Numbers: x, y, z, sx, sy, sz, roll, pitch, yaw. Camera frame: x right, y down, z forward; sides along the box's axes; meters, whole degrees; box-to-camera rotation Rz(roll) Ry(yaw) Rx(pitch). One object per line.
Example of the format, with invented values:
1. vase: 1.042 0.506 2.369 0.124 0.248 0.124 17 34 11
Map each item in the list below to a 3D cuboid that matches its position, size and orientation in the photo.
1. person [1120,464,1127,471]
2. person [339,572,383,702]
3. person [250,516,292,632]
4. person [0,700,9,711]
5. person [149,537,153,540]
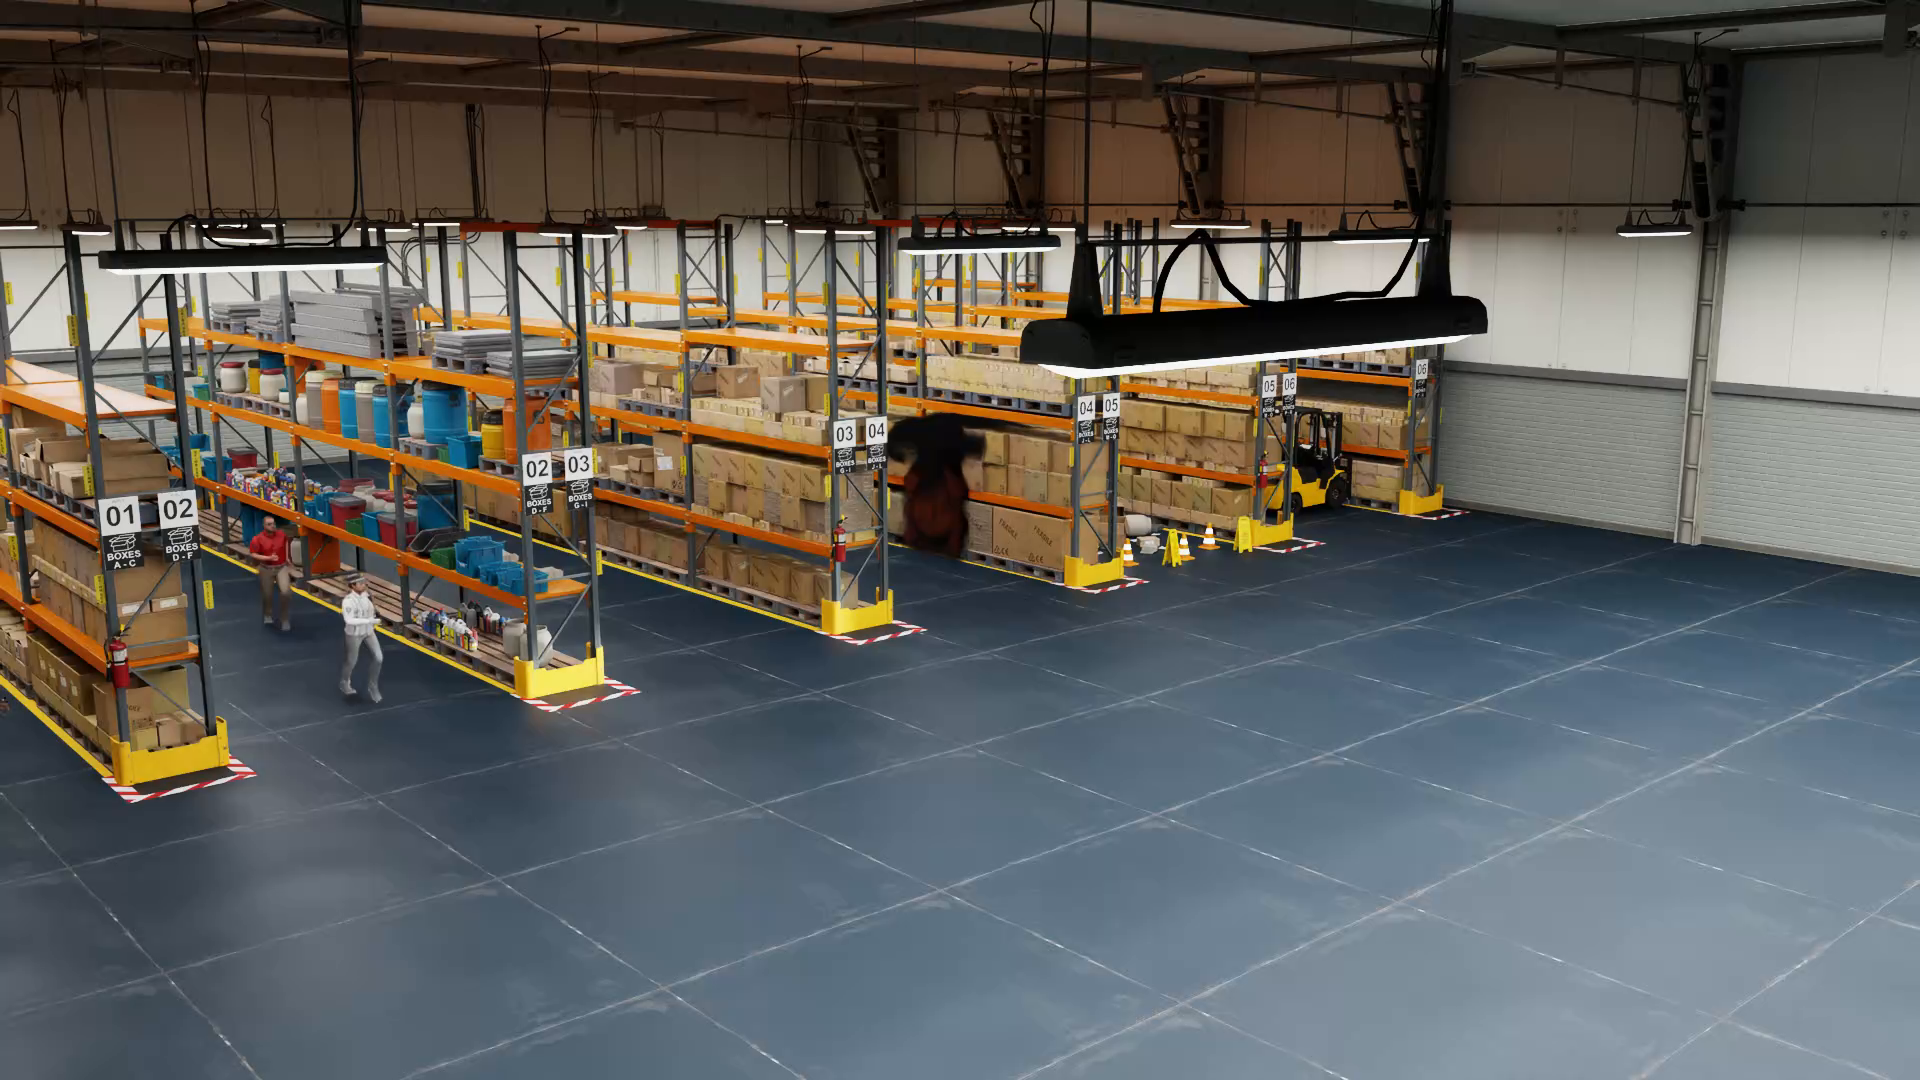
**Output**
1. person: 3.722 -1.800 36.698 0.841 1.626 0.570 8 14 35
2. person: -7.733 1.253 21.436 0.798 1.731 0.549 7 13 32
3. person: -10.344 0.516 25.024 0.608 1.791 0.856 -8 14 -34
4. person: -10.471 2.018 17.560 0.884 1.787 0.694 1 11 4
5. person: -14.888 -0.536 30.121 0.613 1.816 0.832 -8 14 -34
